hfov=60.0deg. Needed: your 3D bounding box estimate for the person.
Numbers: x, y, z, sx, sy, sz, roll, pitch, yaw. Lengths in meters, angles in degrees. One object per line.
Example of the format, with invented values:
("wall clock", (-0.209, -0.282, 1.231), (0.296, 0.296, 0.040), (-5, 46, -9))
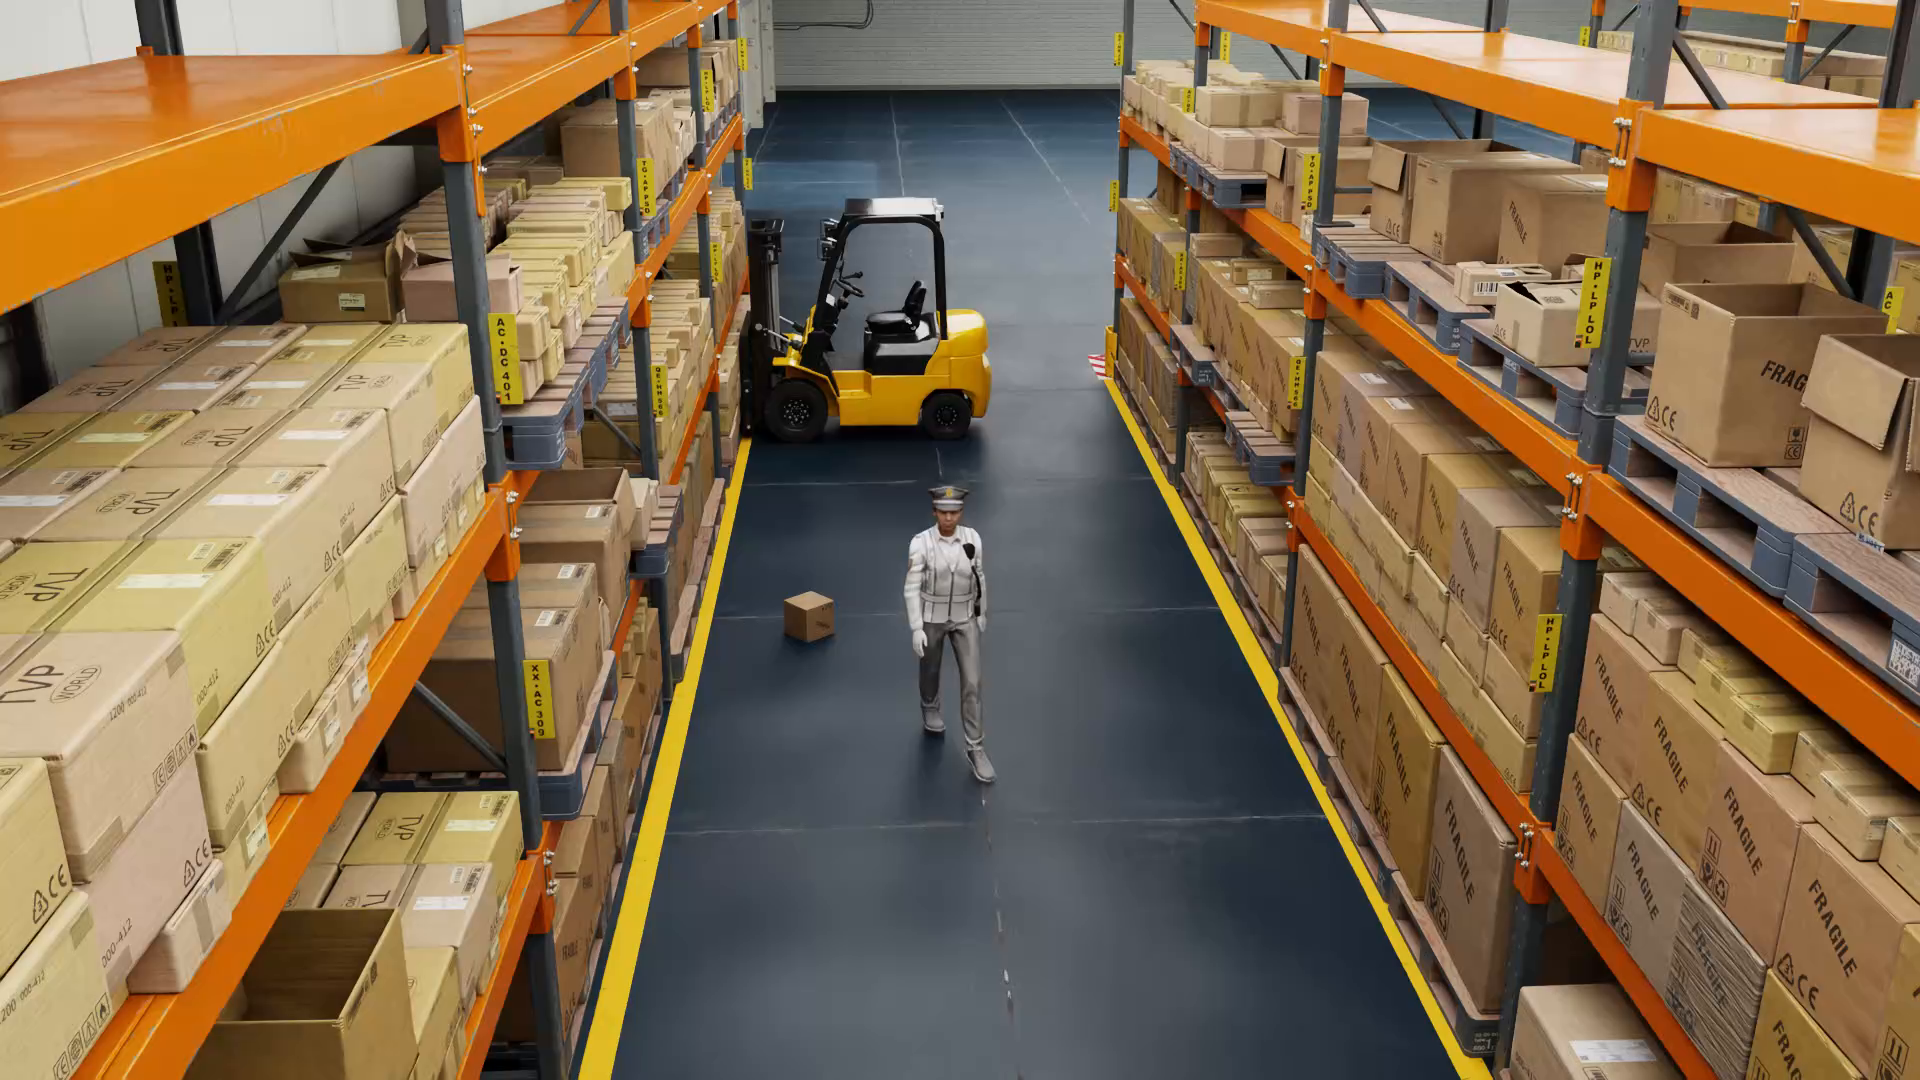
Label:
("person", (-0.063, 0.483, 9.708), (0.523, 1.651, 0.921), (-3, 21, -8))
